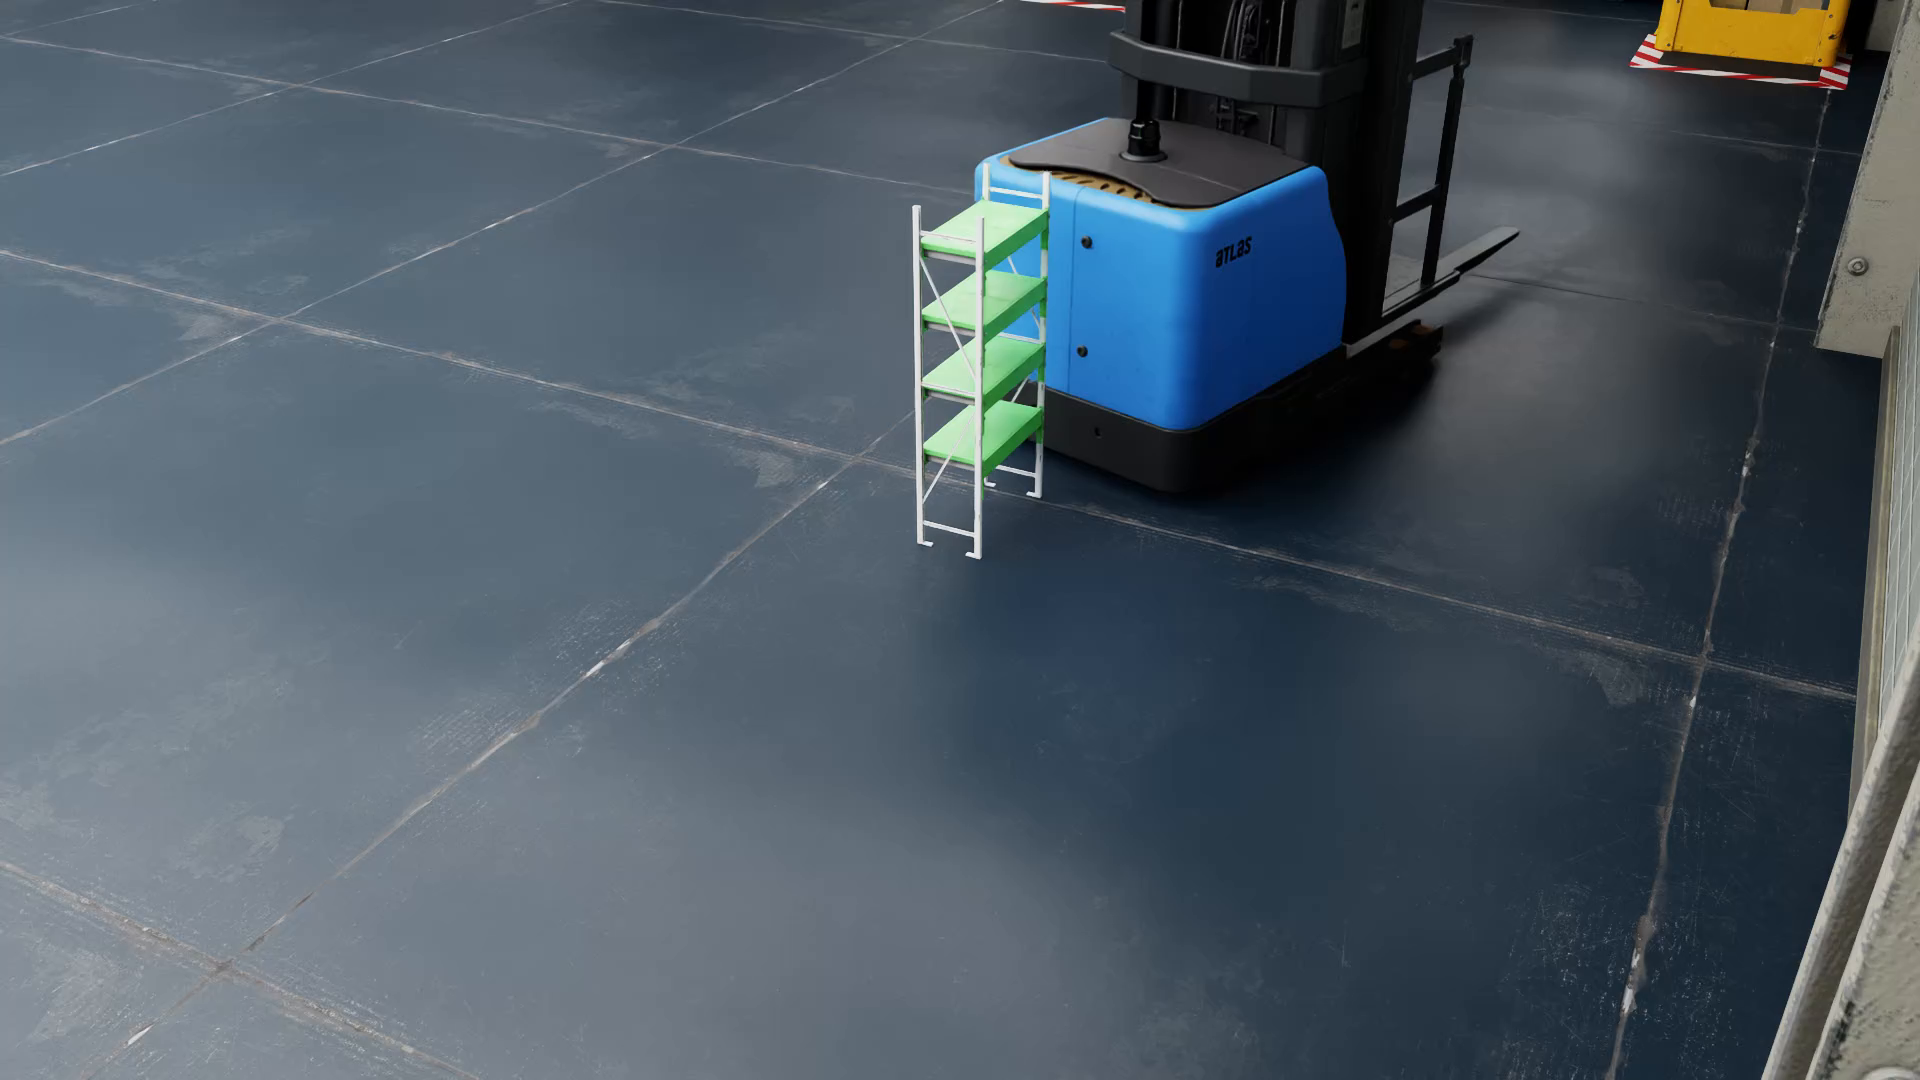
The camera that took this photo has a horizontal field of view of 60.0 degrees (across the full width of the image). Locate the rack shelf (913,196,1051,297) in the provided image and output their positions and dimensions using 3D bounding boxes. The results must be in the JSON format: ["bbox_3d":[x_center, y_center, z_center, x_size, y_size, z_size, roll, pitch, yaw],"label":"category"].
[{"bbox_3d":[0.075,-0.955,5.372,0.258,0.148,0.480,14,33,23],"label":"rack shelf"}]

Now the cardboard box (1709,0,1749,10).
[{"bbox_3d":[5.473,-4.016,12.072,0.500,0.250,0.500,15,33,24],"label":"cardboard box"}]

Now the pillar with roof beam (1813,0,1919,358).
[{"bbox_3d":[0.095,-5.769,6.760,9.100,9.000,0.400,14,33,23],"label":"pillar with roof beam"}]

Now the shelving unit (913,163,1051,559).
[{"bbox_3d":[0.075,-0.594,5.579,0.258,1.200,0.503,14,33,23],"label":"shelving unit"}]

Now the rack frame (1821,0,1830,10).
[{"bbox_3d":[5.541,-4.747,11.004,1.000,3.000,0.127,14,33,23],"label":"rack frame"}]

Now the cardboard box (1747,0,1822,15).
[{"bbox_3d":[5.939,-3.910,11.886,0.500,0.250,0.500,14,33,23],"label":"cardboard box"}]

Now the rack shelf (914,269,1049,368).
[{"bbox_3d":[0.075,-0.746,5.491,0.258,0.148,0.480,14,33,23],"label":"rack shelf"}]

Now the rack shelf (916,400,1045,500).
[{"bbox_3d":[0.075,-0.330,5.730,0.258,0.148,0.480,14,33,23],"label":"rack shelf"}]

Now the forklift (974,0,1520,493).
[{"bbox_3d":[1.392,-2.091,6.448,1.130,2.935,3.031,24,38,35],"label":"forklift"}]

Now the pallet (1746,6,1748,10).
[{"bbox_3d":[5.852,-3.886,12.305,1.003,0.211,1.213,14,33,23],"label":"pallet"}]

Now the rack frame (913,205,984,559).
[{"bbox_3d":[-0.036,-0.486,5.391,0.240,1.200,0.015,14,33,23],"label":"rack frame"}]

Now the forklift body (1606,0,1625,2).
[{"bbox_3d":[4.780,-5.633,13.400,2.313,2.155,1.214,14,33,23],"label":"forklift body"}]

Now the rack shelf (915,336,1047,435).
[{"bbox_3d":[0.075,-0.538,5.611,0.258,0.148,0.480,14,33,23],"label":"rack shelf"}]

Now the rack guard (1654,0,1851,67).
[{"bbox_3d":[5.530,-3.652,11.608,1.175,0.500,0.348,14,33,23],"label":"rack guard"}]

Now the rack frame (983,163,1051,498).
[{"bbox_3d":[0.187,-0.702,5.767,0.240,1.200,0.015,14,33,23],"label":"rack frame"}]
